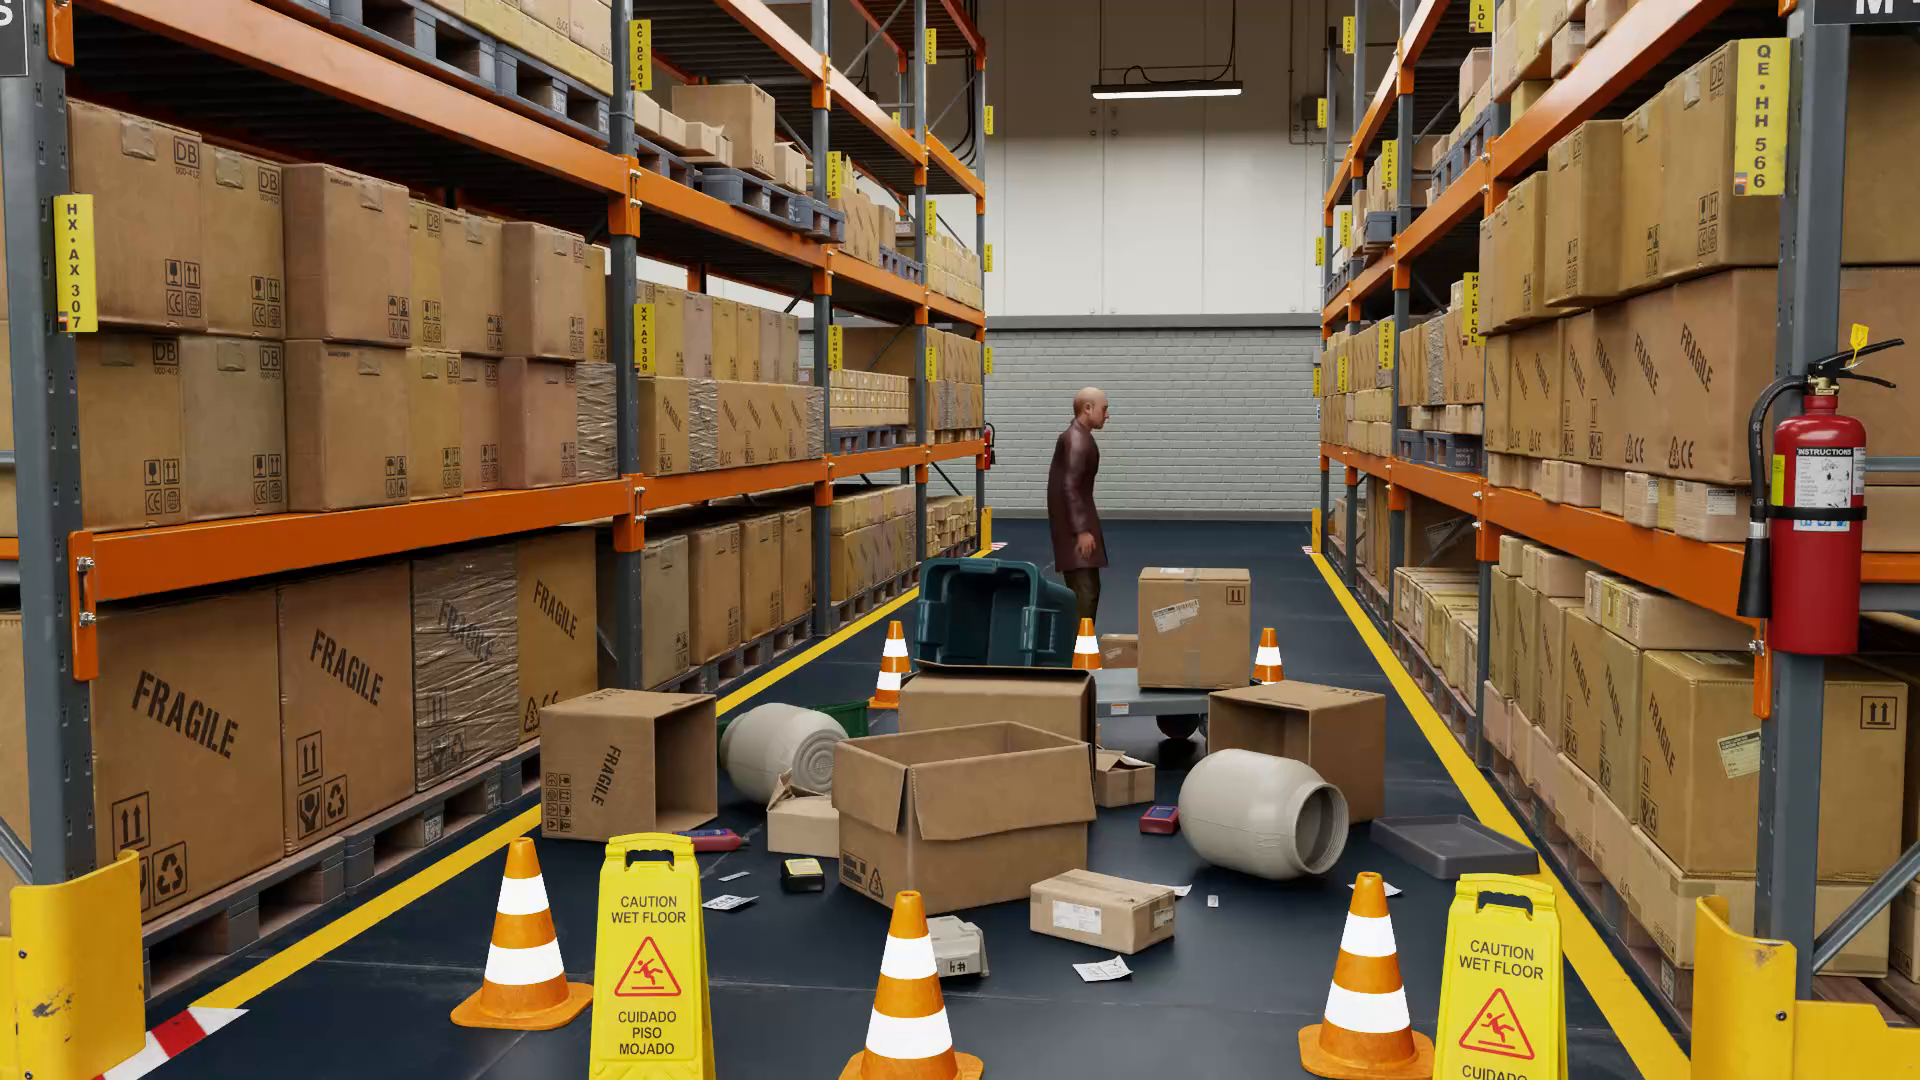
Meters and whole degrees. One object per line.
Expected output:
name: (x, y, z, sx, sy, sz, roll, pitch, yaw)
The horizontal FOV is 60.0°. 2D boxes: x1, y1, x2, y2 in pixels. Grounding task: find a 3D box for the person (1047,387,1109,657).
person: (0.741, -0.044, 10.162, 0.424, 1.773, 0.641, 1, 4, 7)
